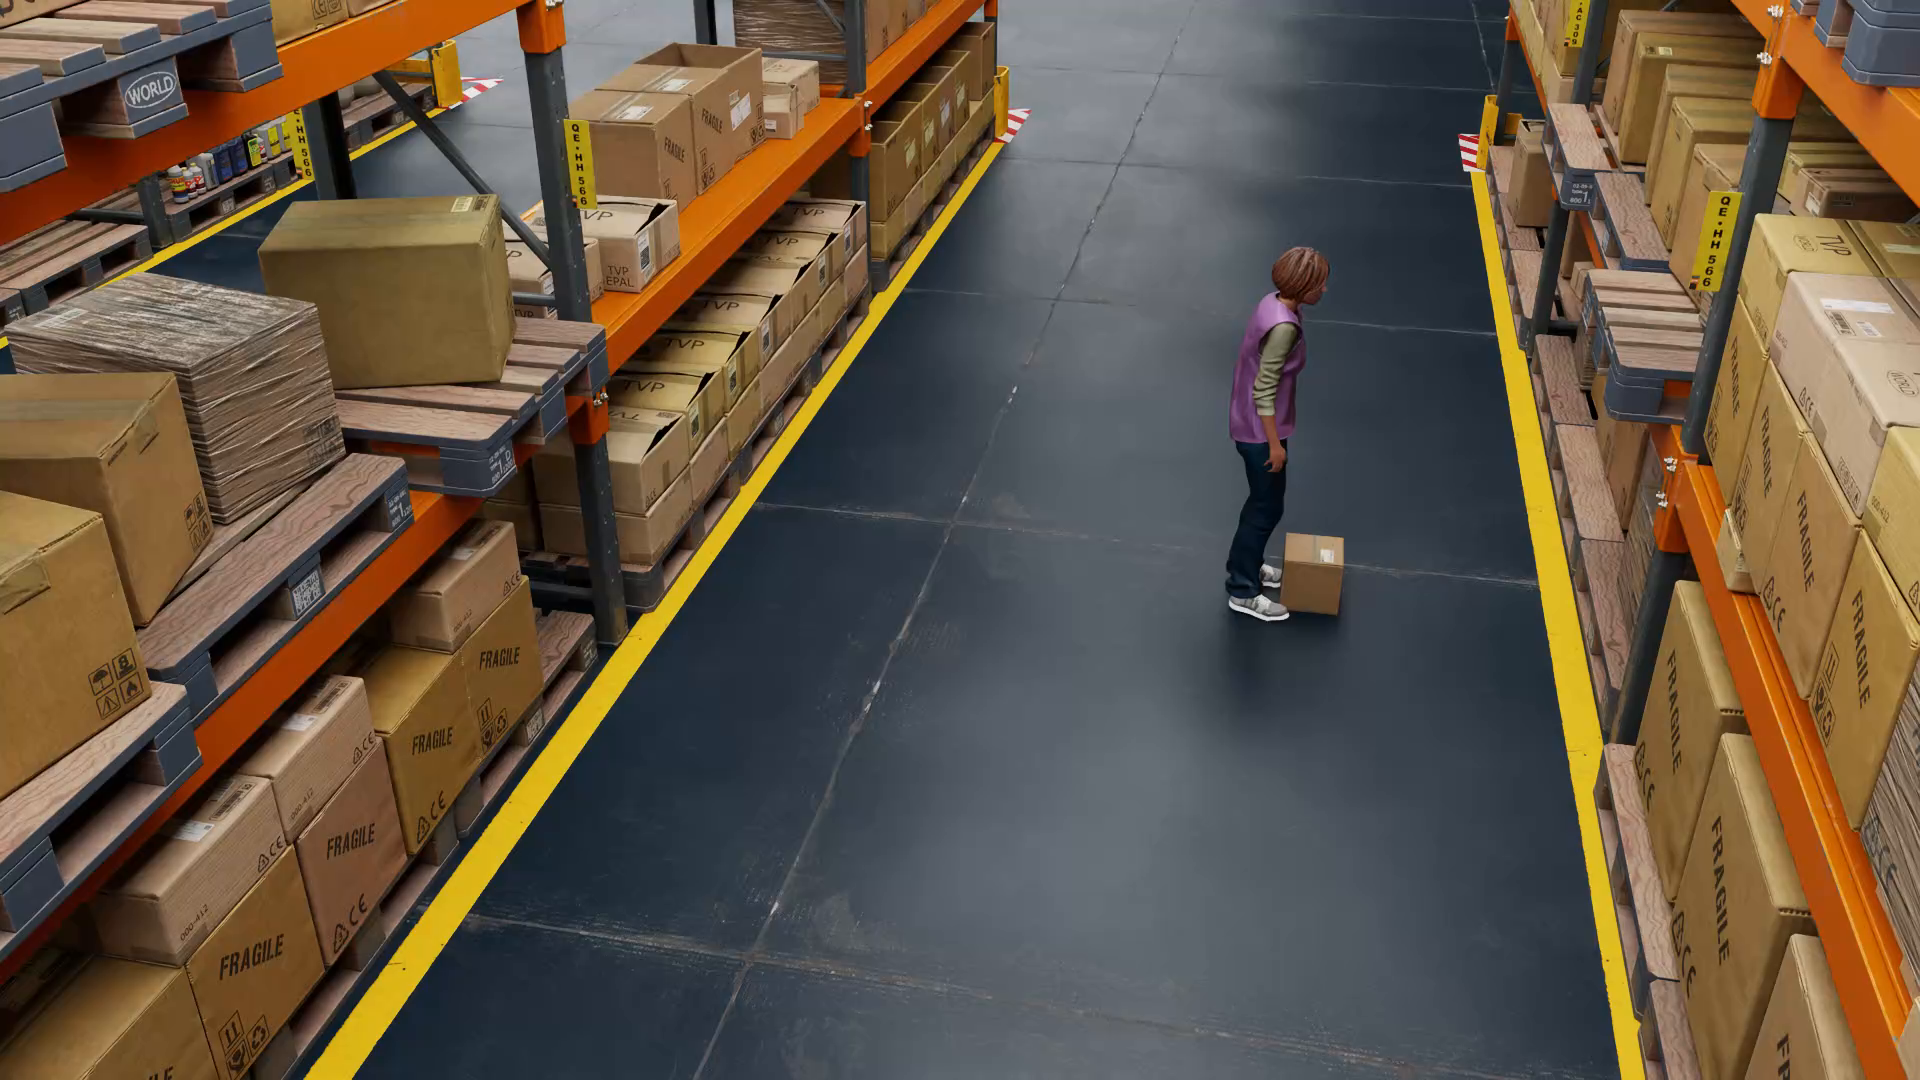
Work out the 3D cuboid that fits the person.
[{"bbox_3d":[1.295,-0.458,6.957,0.344,1.593,0.462,6,30,11],"label":"person"}]
